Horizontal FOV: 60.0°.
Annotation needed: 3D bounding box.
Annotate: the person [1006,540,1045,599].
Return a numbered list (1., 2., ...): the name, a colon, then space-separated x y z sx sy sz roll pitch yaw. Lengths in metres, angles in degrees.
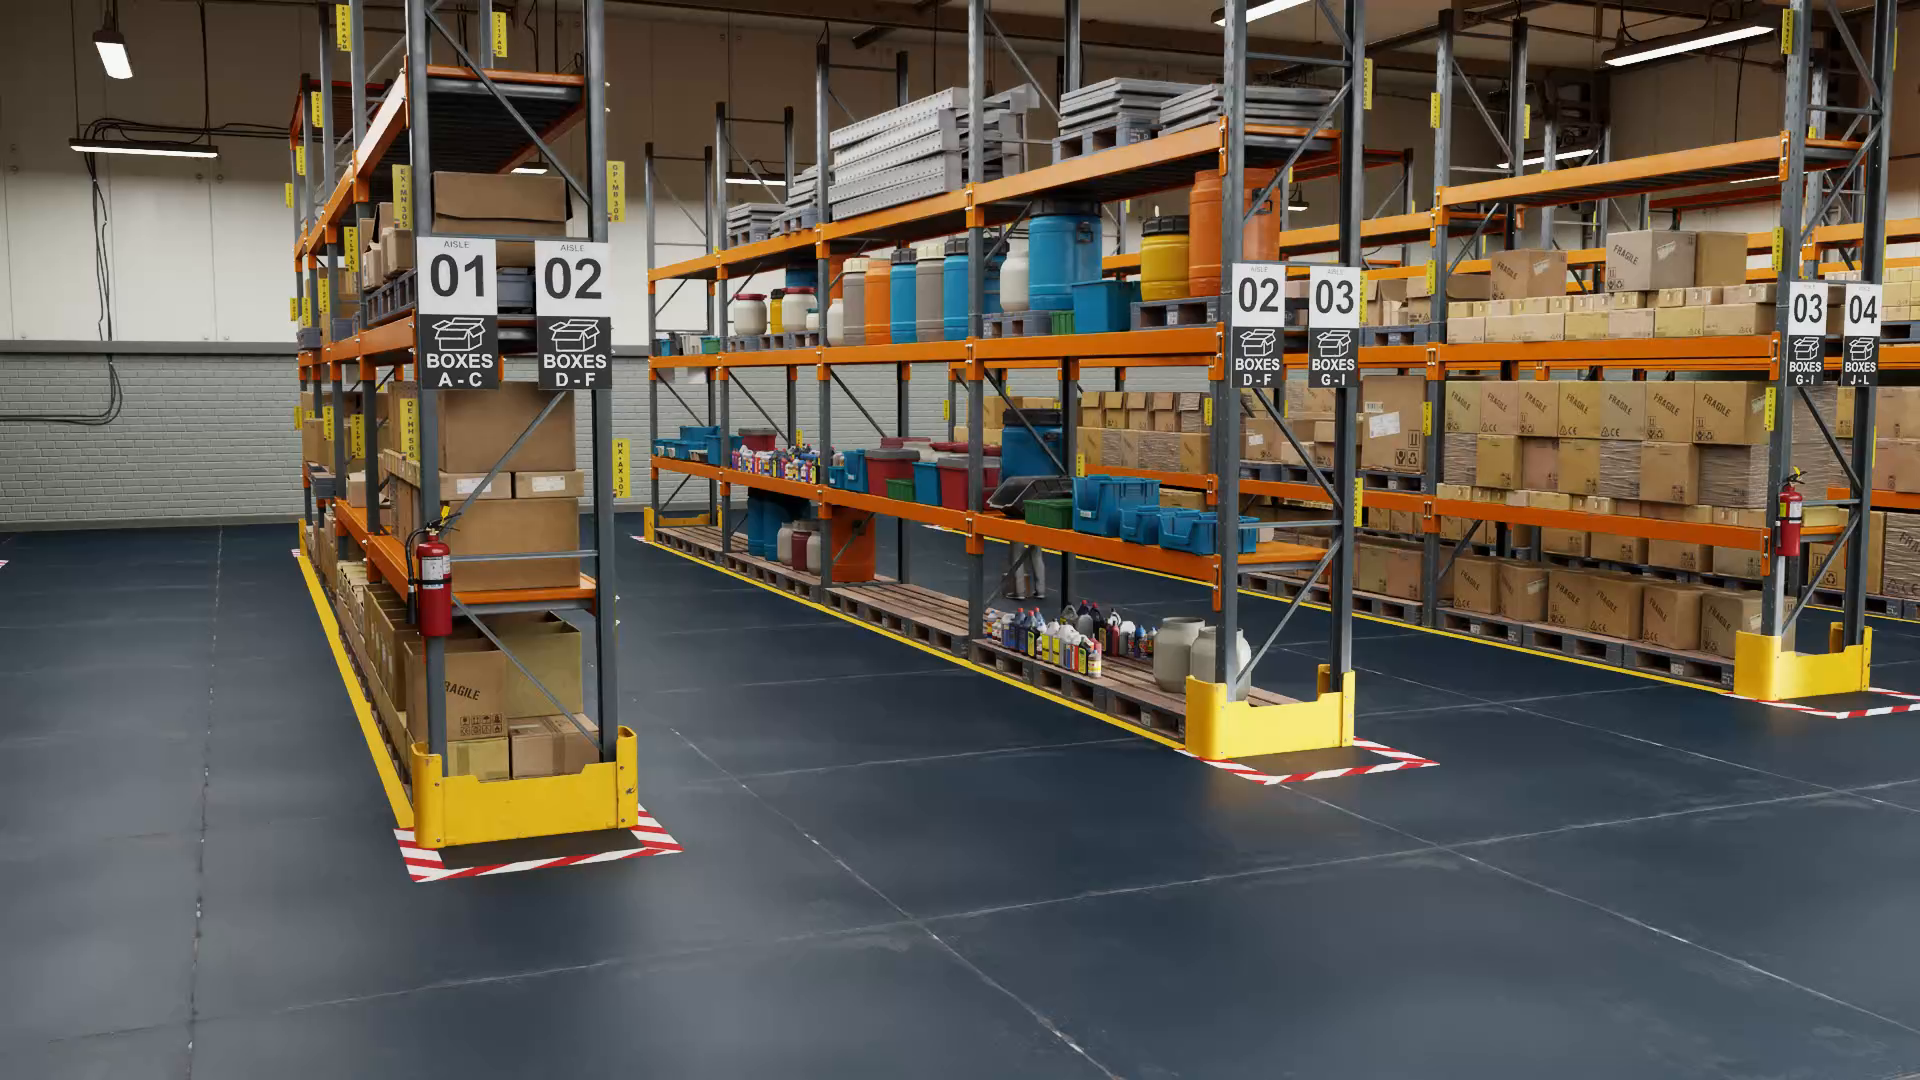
1. person: 0.740 -0.163 18.694 0.531 1.660 0.398 -3 6 -27
